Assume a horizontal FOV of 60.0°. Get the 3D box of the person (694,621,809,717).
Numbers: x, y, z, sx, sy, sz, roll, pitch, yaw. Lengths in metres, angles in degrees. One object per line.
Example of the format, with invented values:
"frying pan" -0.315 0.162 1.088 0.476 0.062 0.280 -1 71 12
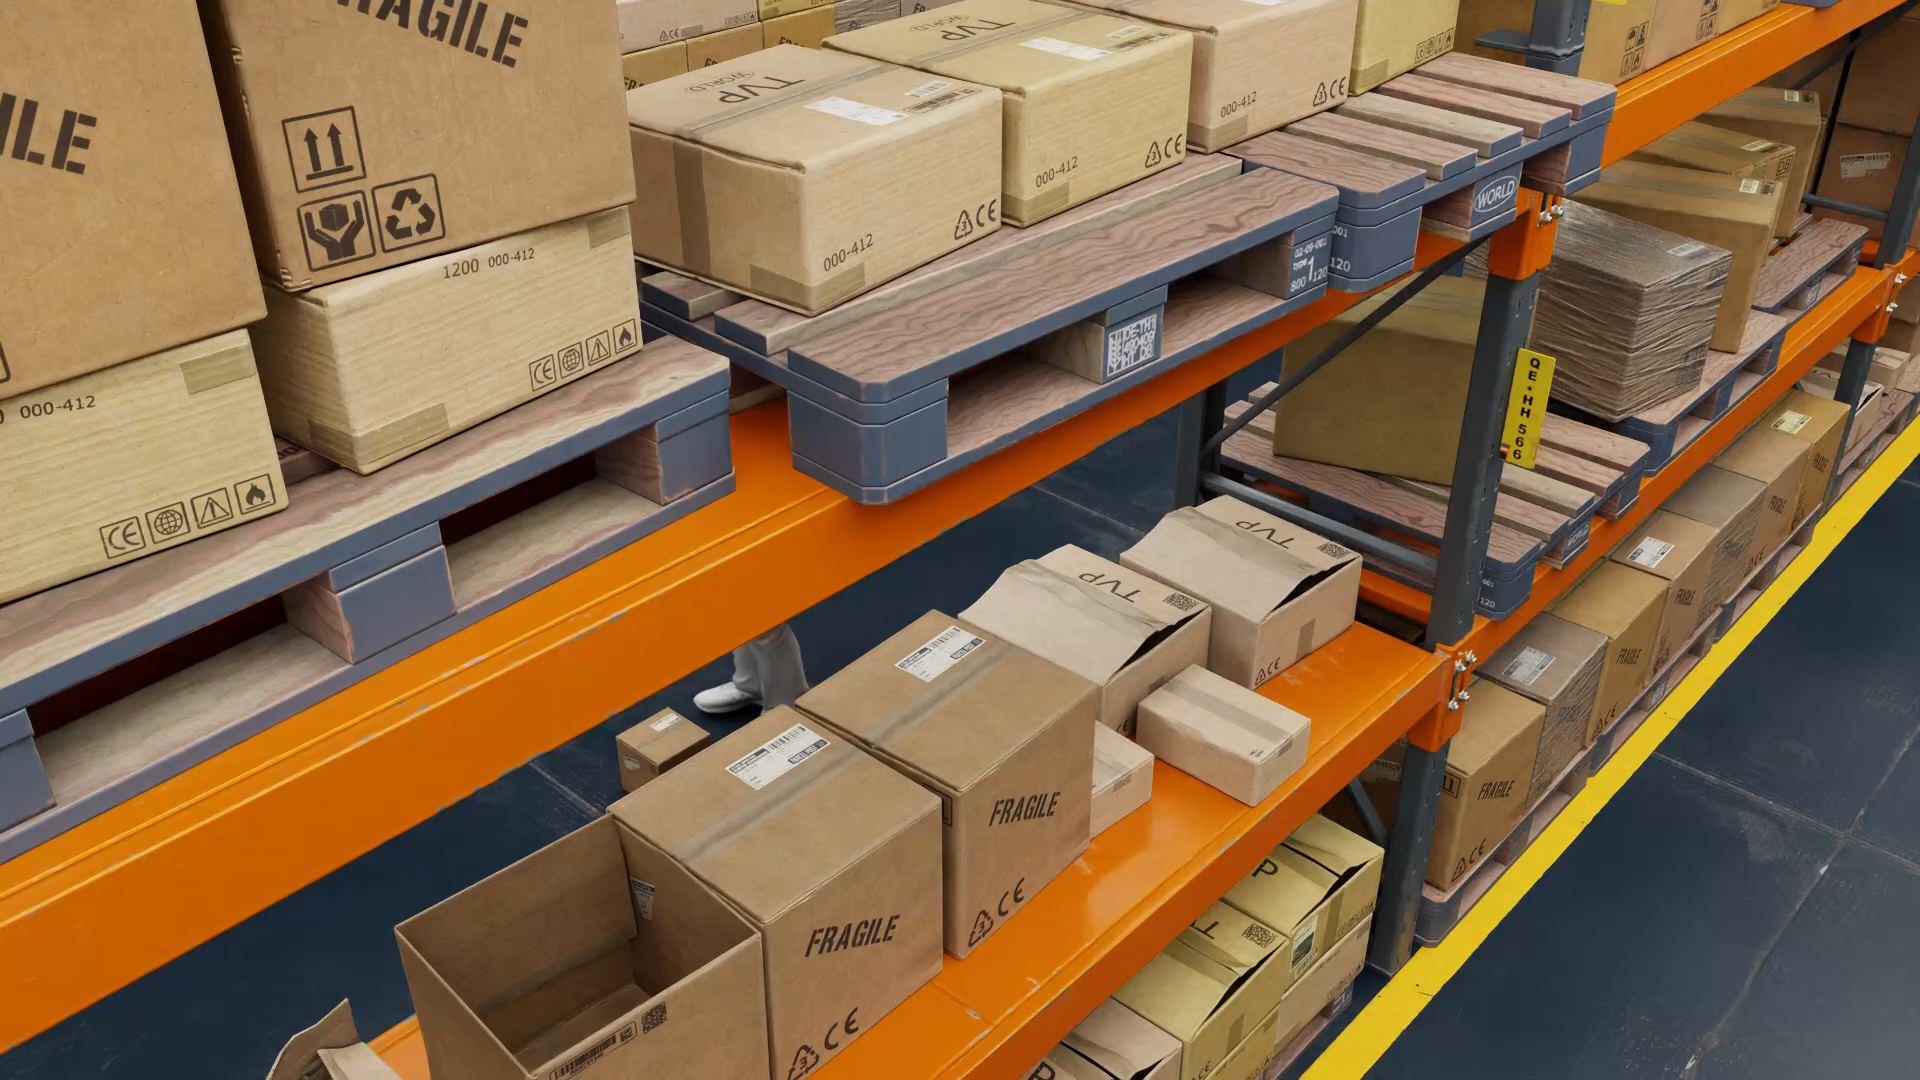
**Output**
"person" -0.784 -0.027 6.197 0.418 1.827 0.710 -18 35 -27
